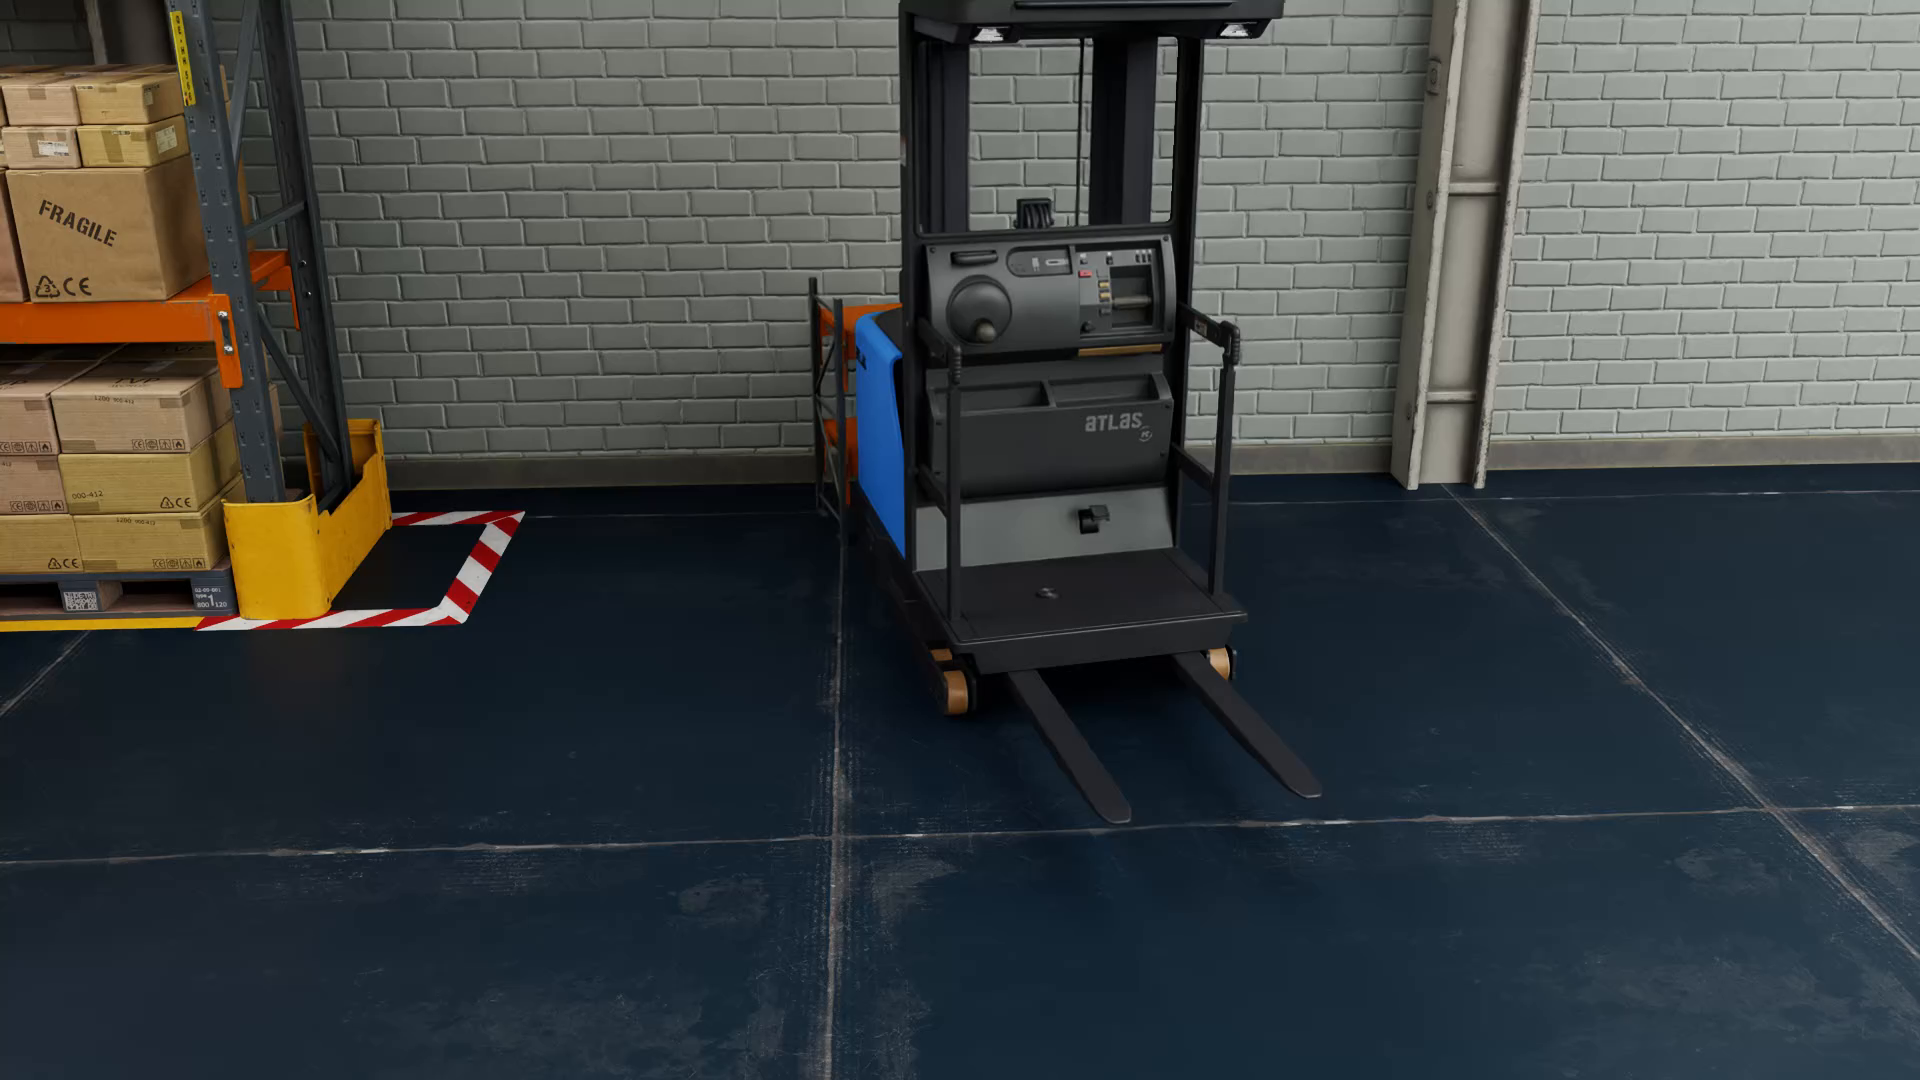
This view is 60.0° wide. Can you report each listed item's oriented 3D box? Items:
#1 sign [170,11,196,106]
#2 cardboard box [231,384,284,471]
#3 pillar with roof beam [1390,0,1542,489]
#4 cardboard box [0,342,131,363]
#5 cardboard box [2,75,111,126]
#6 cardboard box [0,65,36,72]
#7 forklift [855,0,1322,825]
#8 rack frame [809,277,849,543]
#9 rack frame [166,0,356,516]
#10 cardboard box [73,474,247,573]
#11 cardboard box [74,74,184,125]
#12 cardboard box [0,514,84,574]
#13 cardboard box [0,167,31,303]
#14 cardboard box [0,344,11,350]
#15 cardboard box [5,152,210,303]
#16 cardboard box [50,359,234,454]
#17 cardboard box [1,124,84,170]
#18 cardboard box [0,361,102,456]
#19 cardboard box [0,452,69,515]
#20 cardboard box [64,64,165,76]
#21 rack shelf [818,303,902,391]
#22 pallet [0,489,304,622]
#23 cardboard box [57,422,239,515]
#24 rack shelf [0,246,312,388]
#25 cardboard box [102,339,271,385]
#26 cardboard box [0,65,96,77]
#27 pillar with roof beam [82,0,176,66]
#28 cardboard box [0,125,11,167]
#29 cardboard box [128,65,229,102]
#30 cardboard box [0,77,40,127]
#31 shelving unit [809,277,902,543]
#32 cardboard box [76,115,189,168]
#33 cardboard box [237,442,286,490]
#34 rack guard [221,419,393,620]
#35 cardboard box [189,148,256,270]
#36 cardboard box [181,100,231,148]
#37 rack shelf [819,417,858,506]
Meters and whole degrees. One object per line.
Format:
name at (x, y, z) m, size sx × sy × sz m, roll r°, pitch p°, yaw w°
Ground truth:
sign at (-2.813, -1.743, 6.024) m, size 0.005 × 0.325 × 0.100 m, roll -1°, pitch 21°, yaw -3°
cardboard box at (-3.311, -0.493, 7.273) m, size 0.500 × 0.250 × 0.500 m, roll -1°, pitch 21°, yaw -2°
pillar with roof beam at (2.659, -2.987, 2.818) m, size 0.400 × 9.000 × 9.100 m, roll -1°, pitch 21°, yaw -3°
cardboard box at (-3.819, -0.709, 7.136) m, size 0.500 × 0.250 × 0.500 m, roll -1°, pitch 21°, yaw -3°
cardboard box at (-3.420, -1.675, 6.335) m, size 0.250 × 0.149 × 0.380 m, roll -1°, pitch 21°, yaw -3°
cardboard box at (-3.951, -1.839, 6.765) m, size 0.250 × 0.149 × 0.380 m, roll -1°, pitch 21°, yaw -3°
forklift at (0.390, -0.889, 5.837) m, size 1.130 × 2.935 × 3.031 m, roll -5°, pitch 21°, yaw -13°
rack frame at (-0.601, -0.596, 7.606) m, size 0.032 × 1.125 × 0.500 m, roll -7°, pitch 22°, yaw -17°
rack frame at (-2.830, -1.284, 6.779) m, size 0.127 × 3.000 × 1.000 m, roll -1°, pitch 21°, yaw -3°
cardboard box at (-3.281, -0.074, 6.873) m, size 0.500 × 0.250 × 0.500 m, roll -1°, pitch 21°, yaw -3°
cardboard box at (-3.176, -1.691, 6.377) m, size 0.250 × 0.149 × 0.380 m, roll -1°, pitch 21°, yaw -3°
cardboard box at (-3.778, -0.067, 6.856) m, size 0.500 × 0.250 × 0.500 m, roll -1°, pitch 21°, yaw -3°
cardboard box at (-3.825, -1.221, 6.471) m, size 0.500 × 0.500 × 0.500 m, roll -1°, pitch 21°, yaw -1°
cardboard box at (-4.319, -0.703, 7.120) m, size 0.500 × 0.250 × 0.500 m, roll -1°, pitch 21°, yaw -3°
cardboard box at (-3.306, -1.228, 6.490) m, size 0.500 × 0.500 × 0.500 m, roll -2°, pitch 21°, yaw -4°
cardboard box at (-3.272, -0.543, 6.700) m, size 0.500 × 0.250 × 0.500 m, roll 0°, pitch 21°, yaw -1°
cardboard box at (-3.414, -1.512, 6.324) m, size 0.250 × 0.149 × 0.380 m, roll -1°, pitch 21°, yaw -2°
cardboard box at (-3.781, -0.530, 6.667) m, size 0.500 × 0.250 × 0.500 m, roll -1°, pitch 21°, yaw -2°
cardboard box at (-3.799, -0.302, 6.770) m, size 0.500 × 0.250 × 0.500 m, roll -1°, pitch 21°, yaw -4°
cardboard box at (-3.447, -1.859, 6.818) m, size 0.250 × 0.149 × 0.380 m, roll 0°, pitch 21°, yaw -1°
rack shelf at (-0.119, -0.927, 7.653) m, size 1.000 × 0.278 × 0.538 m, roll -7°, pitch 22°, yaw -17°
pallet at (-3.591, 0.049, 7.195) m, size 1.213 × 0.211 × 1.003 m, roll -1°, pitch 21°, yaw -3°
cardboard box at (-3.298, -0.308, 6.787) m, size 0.500 × 0.250 × 0.500 m, roll -1°, pitch 21°, yaw -4°
rack shelf at (-4.827, -0.908, 6.800) m, size 4.000 × 0.370 × 1.077 m, roll -1°, pitch 21°, yaw -3°
cardboard box at (-3.321, -0.720, 7.166) m, size 0.500 × 0.250 × 0.500 m, roll -1°, pitch 21°, yaw -4°
cardboard box at (-3.704, -1.839, 6.764) m, size 0.250 × 0.149 × 0.380 m, roll -1°, pitch 21°, yaw -2°
pillar with roof beam at (-3.331, -2.865, 2.498) m, size 0.400 × 9.000 × 9.100 m, roll -1°, pitch 21°, yaw -3°
cardboard box at (-3.676, -1.528, 6.368) m, size 0.250 × 0.149 × 0.380 m, roll -1°, pitch 21°, yaw -2°
cardboard box at (-3.178, -1.842, 6.774) m, size 0.250 × 0.149 × 0.380 m, roll -2°, pitch 21°, yaw -4°
cardboard box at (-3.680, -1.660, 6.295) m, size 0.250 × 0.149 × 0.380 m, roll -1°, pitch 21°, yaw -2°
shelving unit at (-0.119, -0.654, 7.757) m, size 1.048 × 1.125 × 0.538 m, roll -7°, pitch 22°, yaw -17°
cardboard box at (-3.160, -1.528, 6.366) m, size 0.250 × 0.149 × 0.380 m, roll -1°, pitch 21°, yaw -2°
cardboard box at (-3.332, -0.255, 7.349) m, size 0.500 × 0.250 × 0.500 m, roll -1°, pitch 21°, yaw -3°
rack guard at (-2.806, -0.117, 7.225) m, size 0.348 × 0.500 × 1.175 m, roll -1°, pitch 21°, yaw -3°
cardboard box at (-3.340, -1.420, 6.994) m, size 0.500 × 0.500 × 0.500 m, roll 0°, pitch 21°, yaw -1°
cardboard box at (-3.184, -1.720, 6.869) m, size 0.250 × 0.149 × 0.380 m, roll -2°, pitch 21°, yaw -4°
rack shelf at (-0.119, -0.425, 7.844) m, size 1.000 × 0.278 × 0.538 m, roll -7°, pitch 22°, yaw -17°
